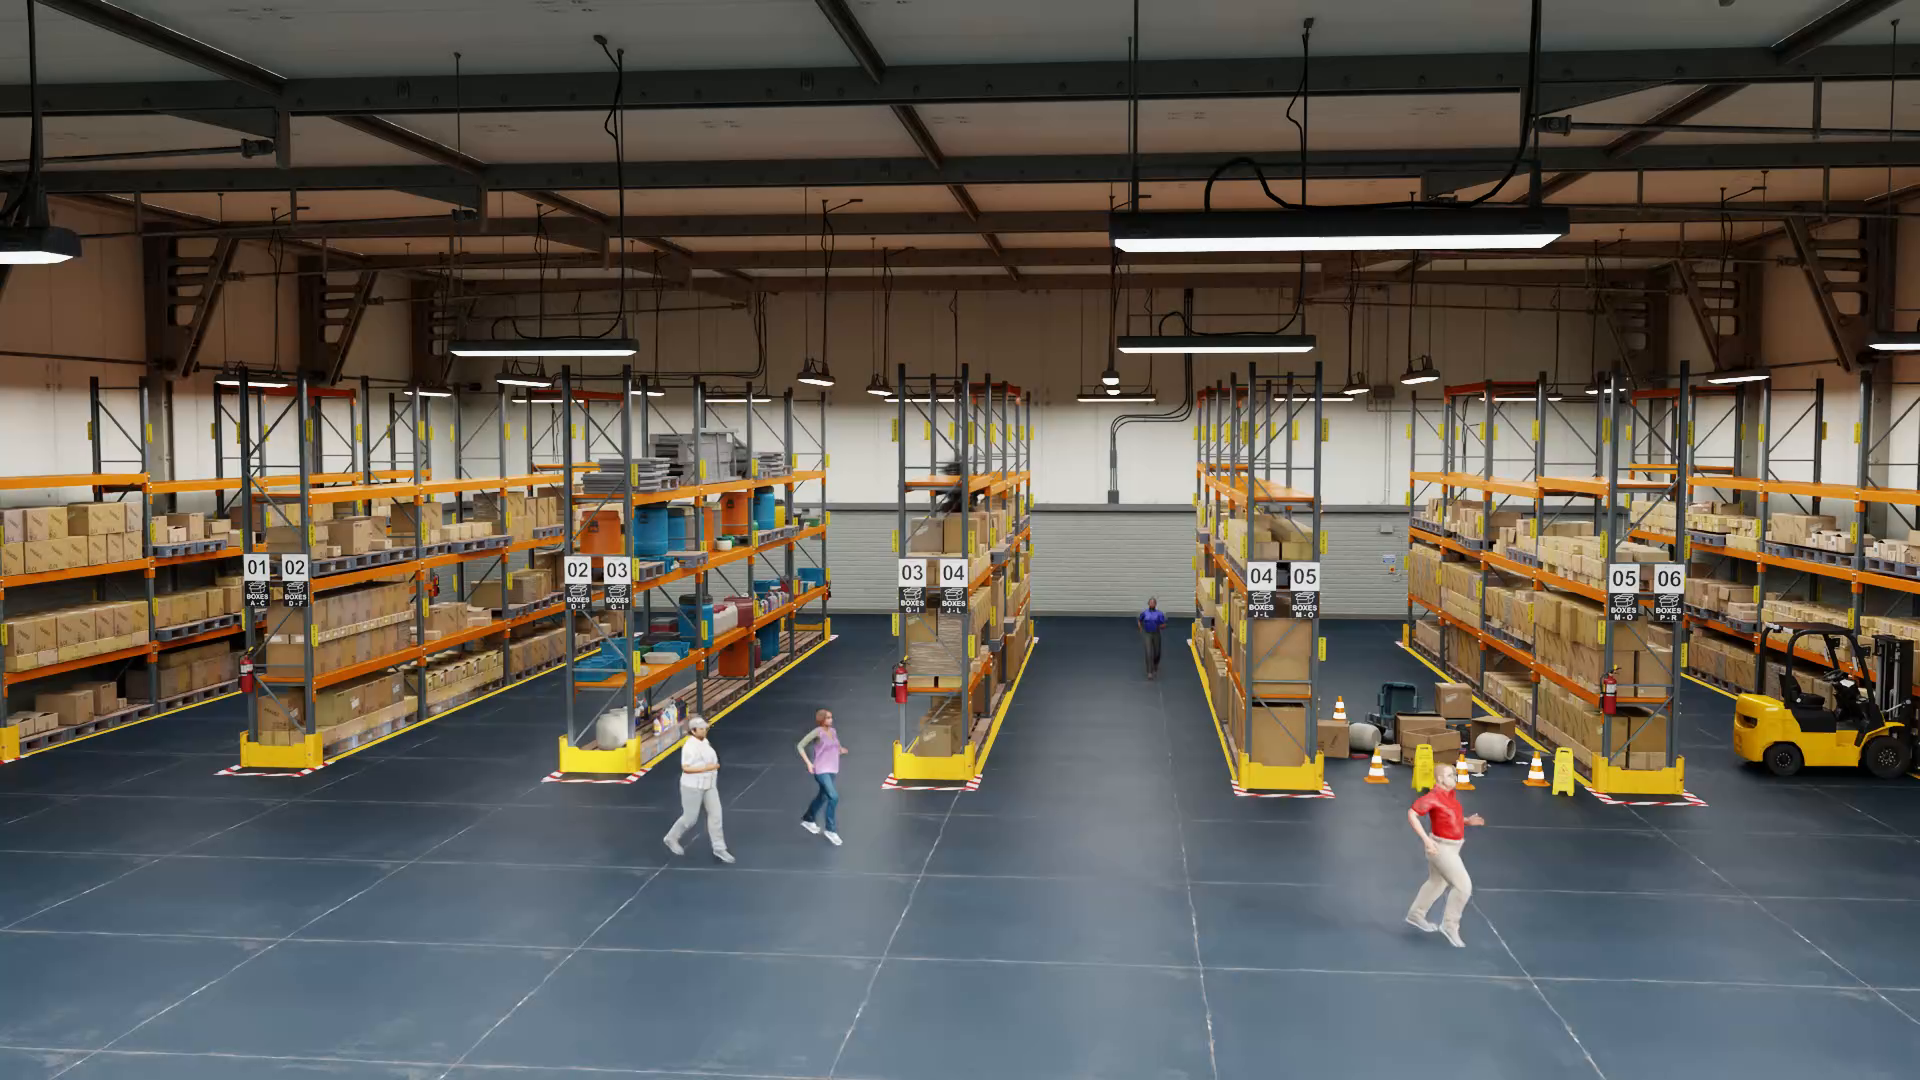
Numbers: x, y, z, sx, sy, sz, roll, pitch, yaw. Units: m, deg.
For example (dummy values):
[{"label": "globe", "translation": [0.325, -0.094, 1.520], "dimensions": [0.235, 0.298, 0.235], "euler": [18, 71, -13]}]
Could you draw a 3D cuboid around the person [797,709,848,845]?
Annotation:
[{"label": "person", "translation": [-1.675, 2.896, 20.417], "dimensions": [0.728, 1.628, 0.507], "euler": [2, 4, 31]}]

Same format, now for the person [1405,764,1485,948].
[{"label": "person", "translation": [4.767, 3.102, 16.380], "dimensions": [0.768, 1.798, 0.631], "euler": [2, 4, 28]}]

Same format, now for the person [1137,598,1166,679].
[{"label": "person", "translation": [3.935, 2.002, 34.128], "dimensions": [0.588, 1.612, 0.801], "euler": [0, 4, 4]}]

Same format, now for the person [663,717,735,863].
[{"label": "person", "translation": [-3.054, 2.908, 19.423], "dimensions": [0.866, 1.687, 0.602], "euler": [2, 4, 26]}]
